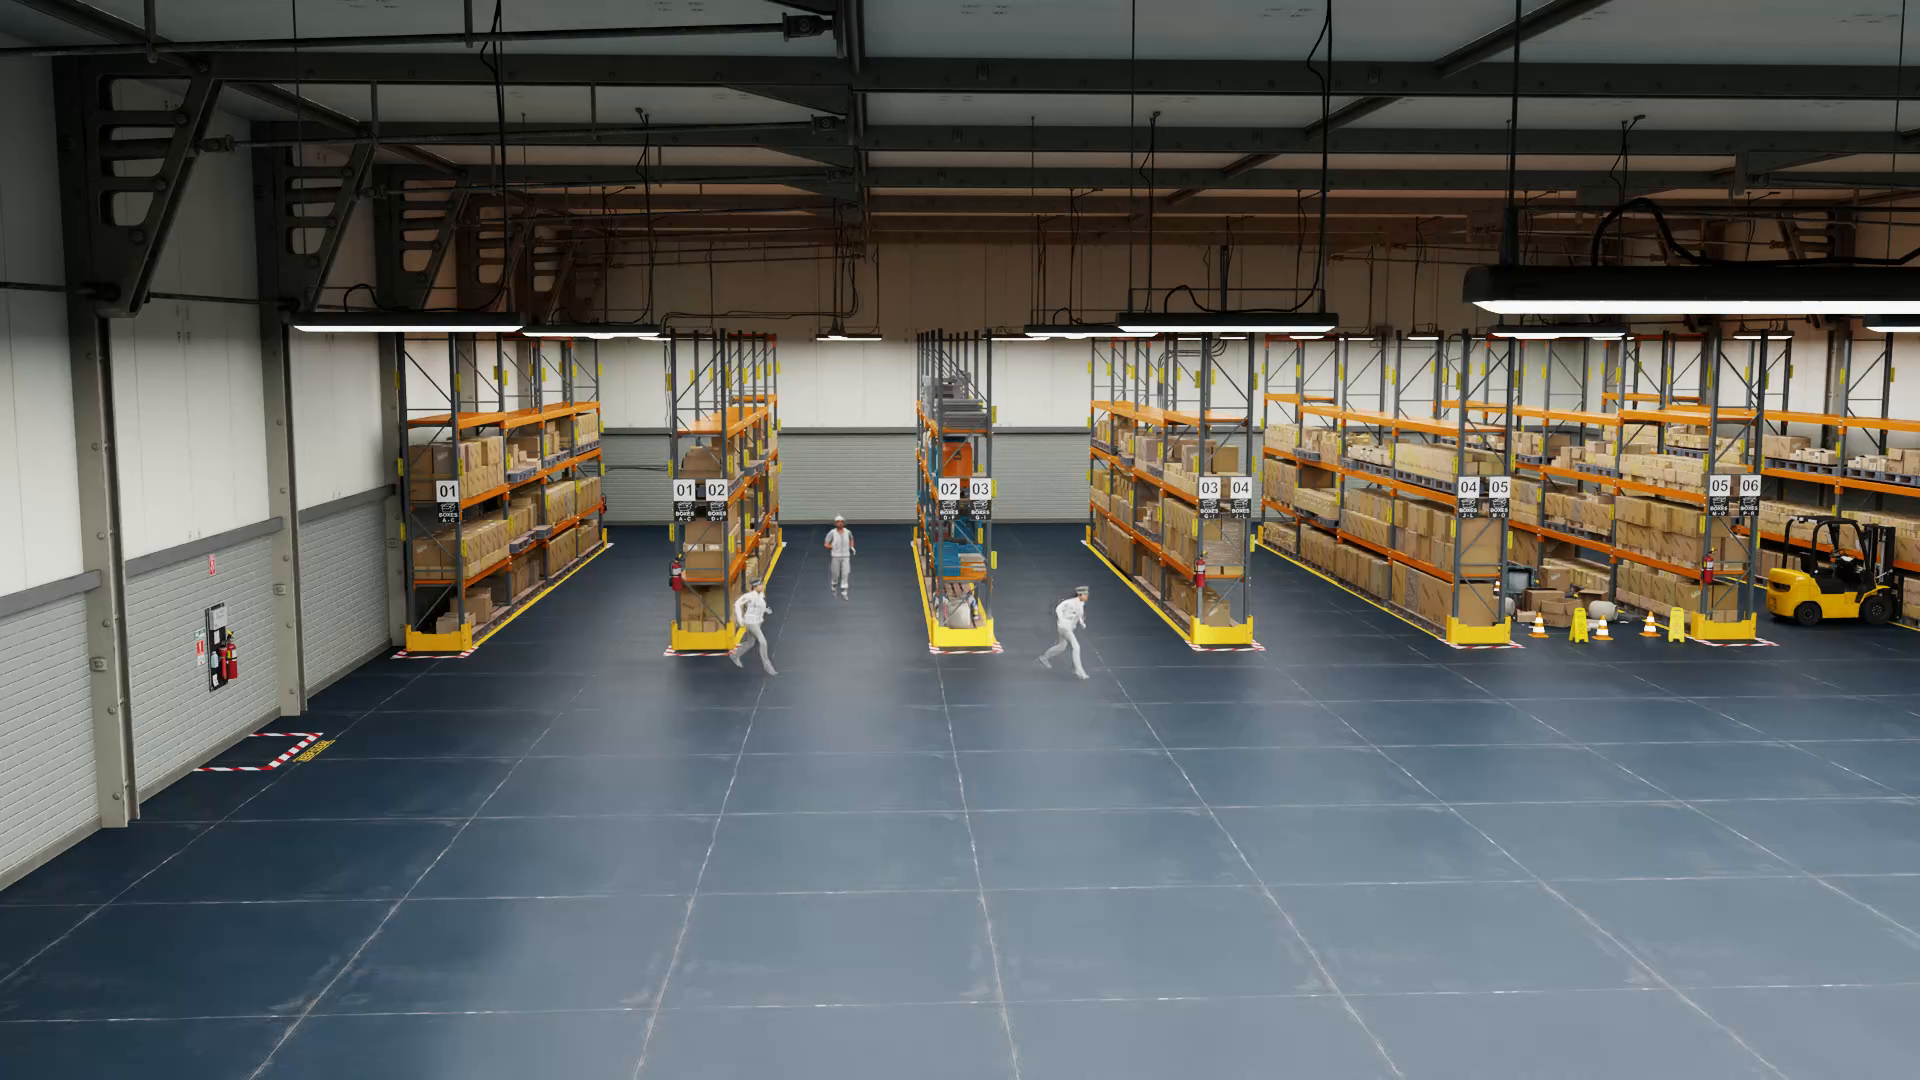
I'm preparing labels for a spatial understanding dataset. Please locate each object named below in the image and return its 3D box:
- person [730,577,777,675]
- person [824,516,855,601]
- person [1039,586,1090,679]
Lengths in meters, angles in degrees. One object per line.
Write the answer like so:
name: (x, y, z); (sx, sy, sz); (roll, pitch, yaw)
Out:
person: (-3.598, 1.485, 28.951); (0.912, 1.721, 0.634); (3, 7, 25)
person: (-2.546, 0.381, 35.423); (0.672, 1.783, 0.841); (-2, 7, -17)
person: (1.784, 1.577, 28.723); (0.979, 1.628, 0.654); (5, 8, 34)
